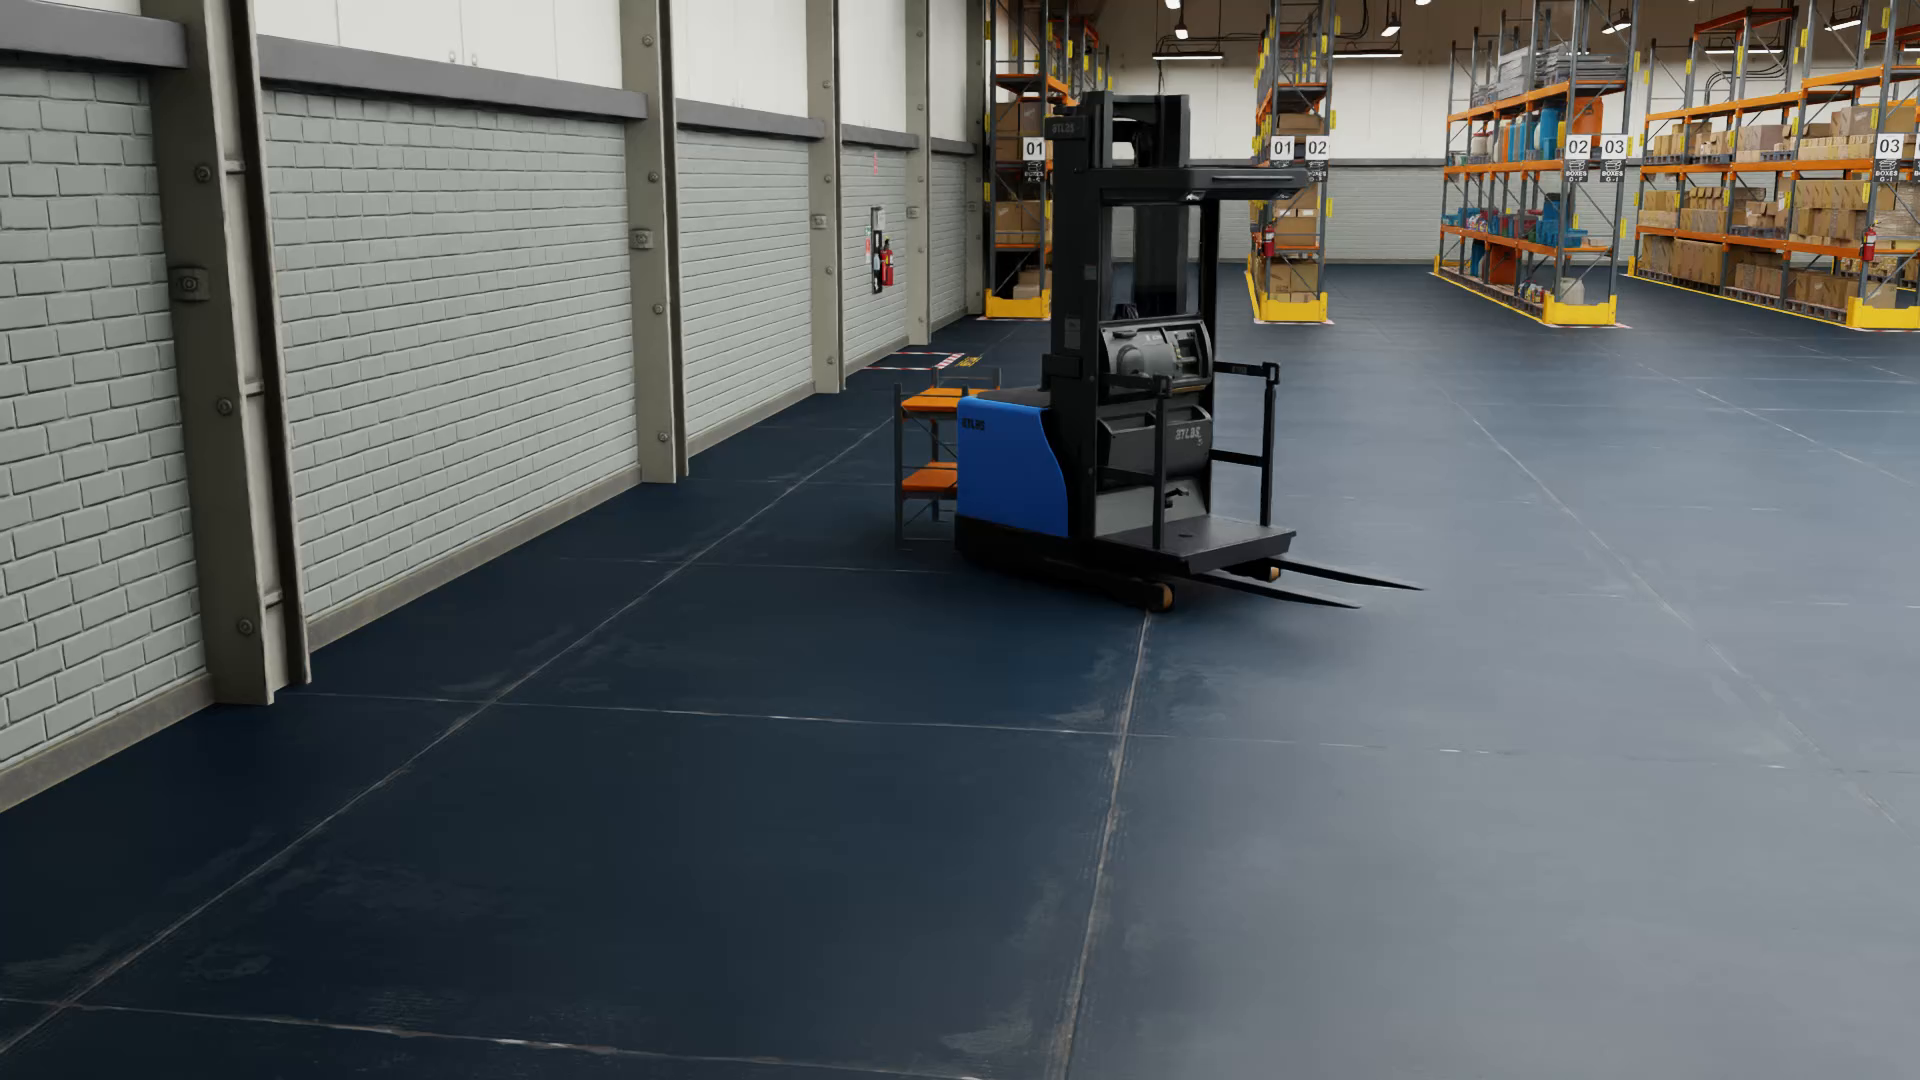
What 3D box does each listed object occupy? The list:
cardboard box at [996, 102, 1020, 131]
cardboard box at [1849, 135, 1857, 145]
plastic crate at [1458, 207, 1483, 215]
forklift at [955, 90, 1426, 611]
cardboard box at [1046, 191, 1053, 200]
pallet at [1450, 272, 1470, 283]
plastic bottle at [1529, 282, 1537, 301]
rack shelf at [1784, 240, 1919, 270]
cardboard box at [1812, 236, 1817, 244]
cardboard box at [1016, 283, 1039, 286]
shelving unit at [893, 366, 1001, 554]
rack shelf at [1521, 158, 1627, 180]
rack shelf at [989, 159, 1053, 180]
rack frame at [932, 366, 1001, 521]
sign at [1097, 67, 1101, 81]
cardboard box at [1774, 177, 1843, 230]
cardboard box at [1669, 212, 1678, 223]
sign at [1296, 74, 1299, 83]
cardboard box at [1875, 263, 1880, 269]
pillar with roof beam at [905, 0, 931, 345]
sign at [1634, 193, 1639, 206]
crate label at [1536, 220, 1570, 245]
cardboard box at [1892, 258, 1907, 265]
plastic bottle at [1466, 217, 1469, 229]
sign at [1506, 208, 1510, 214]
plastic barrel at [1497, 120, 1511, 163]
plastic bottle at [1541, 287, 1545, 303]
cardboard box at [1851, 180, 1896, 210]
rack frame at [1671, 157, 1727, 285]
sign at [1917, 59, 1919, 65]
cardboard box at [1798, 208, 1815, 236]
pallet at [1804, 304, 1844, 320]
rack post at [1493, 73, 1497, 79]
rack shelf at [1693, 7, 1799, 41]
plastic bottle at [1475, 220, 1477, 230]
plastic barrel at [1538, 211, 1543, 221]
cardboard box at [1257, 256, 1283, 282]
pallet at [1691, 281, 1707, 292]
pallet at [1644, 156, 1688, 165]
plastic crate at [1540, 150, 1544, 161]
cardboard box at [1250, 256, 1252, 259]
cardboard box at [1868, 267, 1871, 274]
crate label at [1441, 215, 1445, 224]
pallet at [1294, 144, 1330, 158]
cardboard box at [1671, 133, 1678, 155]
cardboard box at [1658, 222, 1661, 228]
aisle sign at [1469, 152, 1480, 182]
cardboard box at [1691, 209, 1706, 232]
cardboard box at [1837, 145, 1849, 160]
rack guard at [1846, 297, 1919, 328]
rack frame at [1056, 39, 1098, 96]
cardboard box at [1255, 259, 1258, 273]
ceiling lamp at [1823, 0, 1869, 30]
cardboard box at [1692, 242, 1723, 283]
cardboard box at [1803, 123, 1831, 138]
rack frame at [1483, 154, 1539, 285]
[{"bbox_3d":[0.850,-7.665,30.164,0.500,0.500,0.500,2,12,11],"label":"cardboard box"},{"bbox_3d":[15.565,-6.892,28.641,0.380,0.149,0.250,2,12,9],"label":"cardboard box"},{"bbox_3d":[13.425,-8.534,43.746,0.616,0.435,0.499,2,12,9],"label":"plastic crate"},{"bbox_3d":[1.326,-1.142,9.835,1.130,2.935,3.031,-11,16,-41],"label":"forklift"},{"bbox_3d":[2.086,-7.892,38.223,0.500,0.250,0.500,2,12,10],"label":"cardboard box"},{"bbox_3d":[12.752,-6.522,41.253,1.003,0.211,1.213,2,12,9],"label":"pallet"},{"bbox_3d":[10.790,-4.664,31.259,0.144,0.351,0.185,2,12,11],"label":"plastic bottle"},{"bbox_3d":[16.033,-5.137,29.915,1.077,0.370,4.000,2,12,9],"label":"rack shelf"},{"bbox_3d":[15.843,-5.486,30.424,0.380,0.149,0.250,2,12,9],"label":"cardboard box"},{"bbox_3d":[1.326,-4.714,31.584,0.500,0.311,0.500,3,13,13],"label":"cardboard box"},{"bbox_3d":[-0.072,-0.578,11.506,0.538,1.125,1.048,3,12,13],"label":"shelving unit"},{"bbox_3d":[11.139,-6.763,30.344,1.077,0.370,4.000,2,12,9],"label":"rack shelf"},{"bbox_3d":[1.350,-7.084,31.834,1.077,0.370,4.000,2,12,9],"label":"rack shelf"},{"bbox_3d":[0.043,-0.682,11.990,0.500,1.125,0.032,3,12,13],"label":"rack frame"},{"bbox_3d":[3.426,-11.464,40.924,0.100,0.325,0.005,2,12,9],"label":"sign"},{"bbox_3d":[16.601,-6.564,32.410,1.000,1.000,1.000,2,12,9],"label":"cardboard box"},{"bbox_3d":[17.380,-7.742,39.949,0.500,0.250,0.500,2,12,8],"label":"cardboard box"},{"bbox_3d":[8.944,-12.169,44.005,0.100,0.325,0.005,2,12,9],"label":"sign"},{"bbox_3d":[22.399,-6.637,40.234,0.380,0.149,0.250,2,12,10],"label":"cardboard box"},{"bbox_3d":[3.626,-7.271,23.873,9.100,9.000,0.400,2,12,9],"label":"pillar with roof beam"},{"bbox_3d":[17.639,-8.884,43.352,0.100,0.325,0.005,2,12,9],"label":"sign"},{"bbox_3d":[10.847,-5.642,30.467,0.502,0.435,0.616,2,12,9],"label":"crate label"},{"bbox_3d":[22.254,-6.573,39.232,0.380,0.149,0.250,2,12,10],"label":"cardboard box"},{"bbox_3d":[12.179,-7.583,39.837,0.061,0.283,0.133,2,12,9],"label":"plastic bottle"},{"bbox_3d":[13.220,-7.847,40.130,0.100,0.325,0.005,2,12,9],"label":"sign"},{"bbox_3d":[11.721,-8.445,35.250,0.600,0.901,0.600,0,12,0],"label":"plastic barrel"},{"bbox_3d":[10.852,-4.564,30.956,0.061,0.283,0.133,2,12,9],"label":"plastic bottle"},{"bbox_3d":[15.566,-5.877,28.329,0.500,0.500,0.500,2,12,9],"label":"cardboard box"},{"bbox_3d":[17.571,-7.570,39.499,1.000,3.000,0.127,2,12,9],"label":"rack frame"},{"bbox_3d":[21.923,-10.838,38.016,0.100,0.325,0.005,2,12,9],"label":"sign"},{"bbox_3d":[16.099,-5.904,30.827,0.875,0.500,0.500,2,12,9],"label":"cardboard box"},{"bbox_3d":[16.087,-4.146,30.229,1.003,0.211,1.213,2,12,9],"label":"pallet"},{"bbox_3d":[12.085,-10.248,36.461,0.624,0.289,0.986,2,12,9],"label":"rack post"},{"bbox_3d":[17.264,-11.359,36.661,1.077,0.370,4.000,2,12,9],"label":"rack shelf"},{"bbox_3d":[11.992,-7.299,38.547,0.097,0.271,0.097,0,12,0],"label":"plastic bottle"},{"bbox_3d":[11.811,-6.324,33.393,0.433,0.535,0.433,0,12,0],"label":"plastic barrel"},{"bbox_3d":[6.172,-5.368,33.030,0.500,0.500,0.500,2,12,9],"label":"cardboard box"},{"bbox_3d":[17.342,-5.789,37.854,1.003,0.211,1.213,2,12,9],"label":"pallet"},{"bbox_3d":[18.083,-9.671,42.338,1.003,0.211,1.213,2,12,9],"label":"pallet"},{"bbox_3d":[10.935,-7.108,30.739,0.336,0.188,0.450,2,12,9],"label":"plastic crate"},{"bbox_3d":[7.958,-7.387,44.133,0.500,0.250,0.500,2,12,9],"label":"cardboard box"},{"bbox_3d":[22.450,-6.611,40.821,0.380,0.149,0.250,2,12,9],"label":"cardboard box"},{"bbox_3d":[12.929,-8.470,43.930,0.416,0.233,0.303,2,12,9],"label":"crate label"},{"bbox_3d":[6.072,-6.963,29.773,1.003,0.211,1.213,2,12,9],"label":"pallet"},{"bbox_3d":[17.719,-9.616,40.401,0.700,0.500,0.500,3,12,12],"label":"cardboard box"},{"bbox_3d":[17.492,-7.789,41.111,0.380,0.149,0.250,2,12,8],"label":"cardboard box"},{"bbox_3d":[13.593,-9.839,43.859,0.394,0.787,0.004,2,12,9],"label":"aisle sign"},{"bbox_3d":[17.100,-7.322,38.113,0.500,0.500,0.500,2,12,7],"label":"cardboard box"},{"bbox_3d":[15.710,-6.784,29.088,0.500,0.250,0.500,2,12,10],"label":"cardboard box"},{"bbox_3d":[15.737,-3.866,28.245,1.175,0.500,0.348,2,12,9],"label":"rack guard"},{"bbox_3d":[2.888,-10.984,41.101,1.000,3.000,0.127,2,12,9],"label":"rack frame"},{"bbox_3d":[6.725,-5.985,36.344,0.500,0.311,0.500,2,12,7],"label":"cardboard box"},{"bbox_3d":[20.166,-13.093,37.032,0.800,3.185,2.000,2,12,9],"label":"ceiling lamp"},{"bbox_3d":[17.227,-6.232,37.338,1.225,0.875,0.875,2,12,9],"label":"cardboard box"},{"bbox_3d":[16.511,-7.721,31.840,0.797,0.503,0.637,1,12,6],"label":"cardboard box"},{"bbox_3d":[12.062,-6.898,36.380,1.000,3.000,0.127,2,12,9],"label":"rack frame"}]
